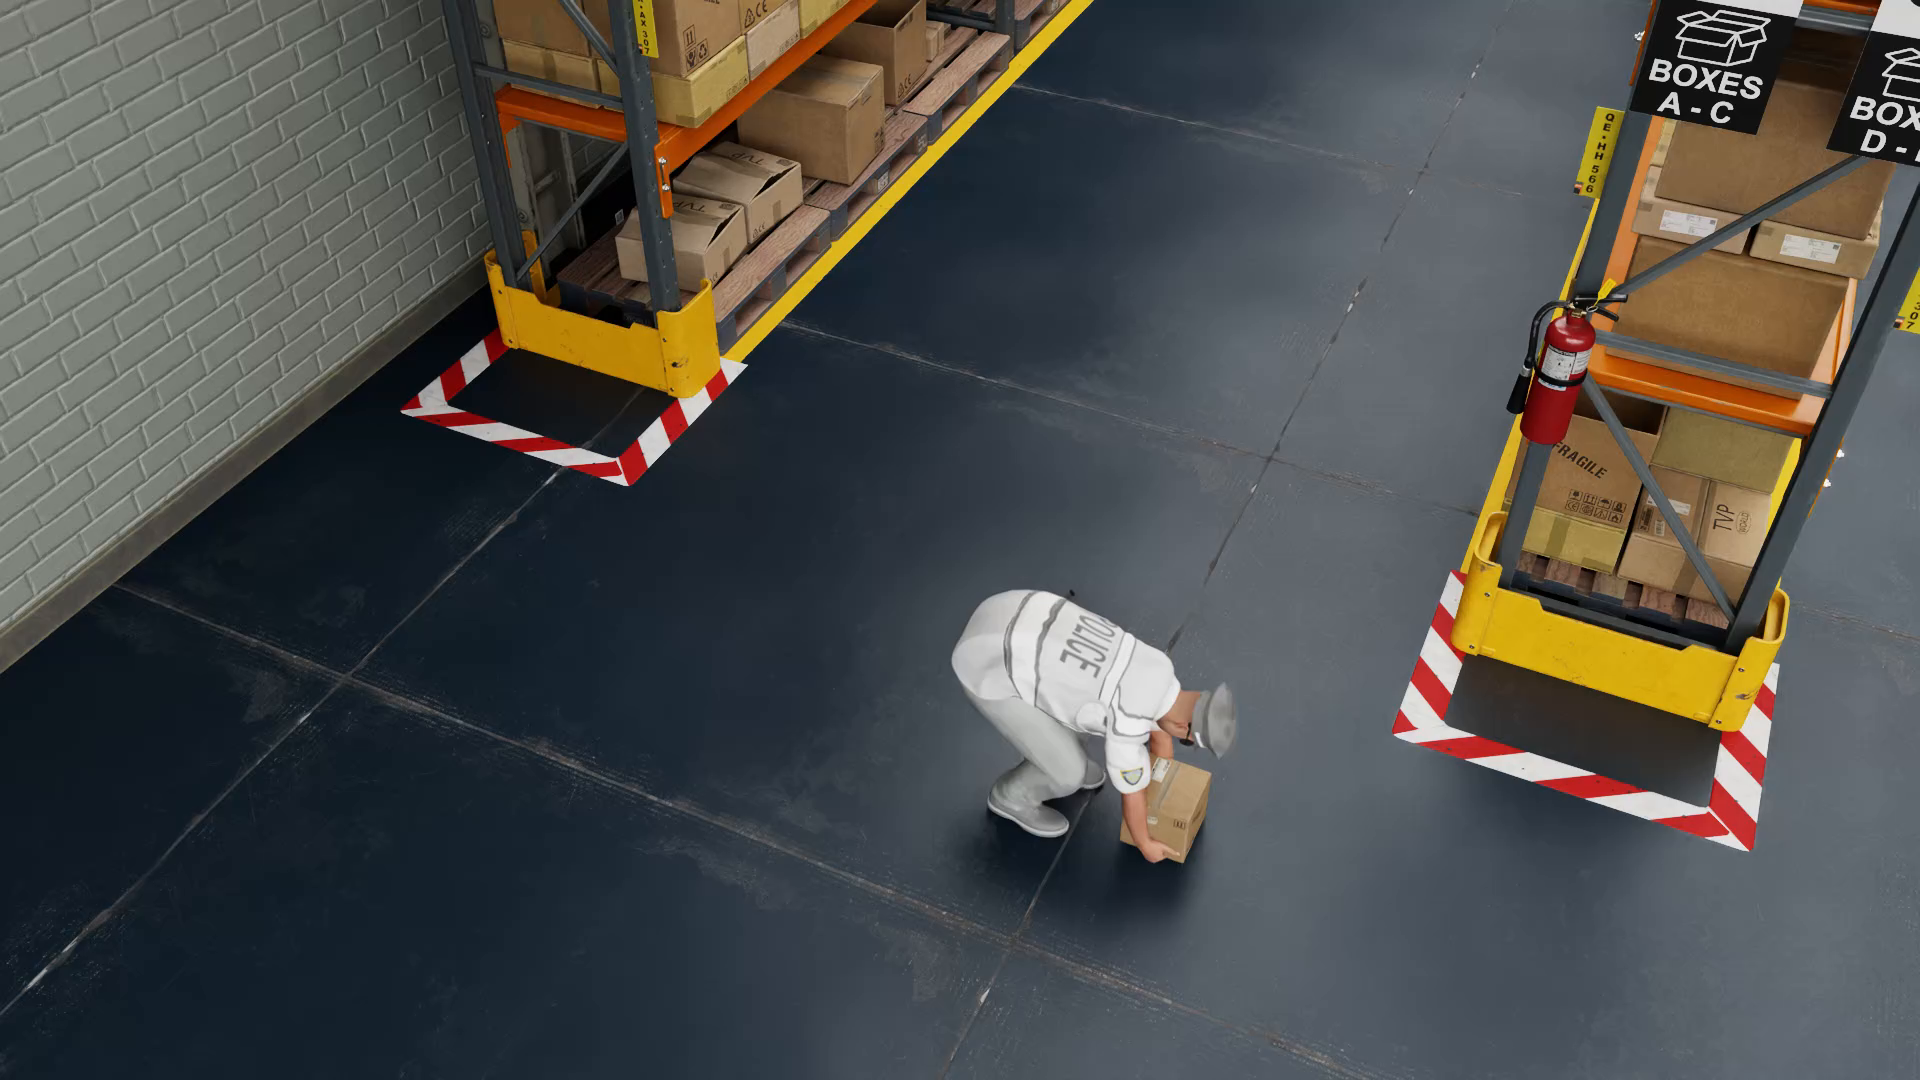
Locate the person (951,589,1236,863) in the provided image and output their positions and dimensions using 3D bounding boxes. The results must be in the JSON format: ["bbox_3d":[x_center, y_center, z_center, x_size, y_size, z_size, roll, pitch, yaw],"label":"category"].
[{"bbox_3d":[0.479,0.665,6.020,1.023,0.939,0.527,15,44,17],"label":"person"}]
